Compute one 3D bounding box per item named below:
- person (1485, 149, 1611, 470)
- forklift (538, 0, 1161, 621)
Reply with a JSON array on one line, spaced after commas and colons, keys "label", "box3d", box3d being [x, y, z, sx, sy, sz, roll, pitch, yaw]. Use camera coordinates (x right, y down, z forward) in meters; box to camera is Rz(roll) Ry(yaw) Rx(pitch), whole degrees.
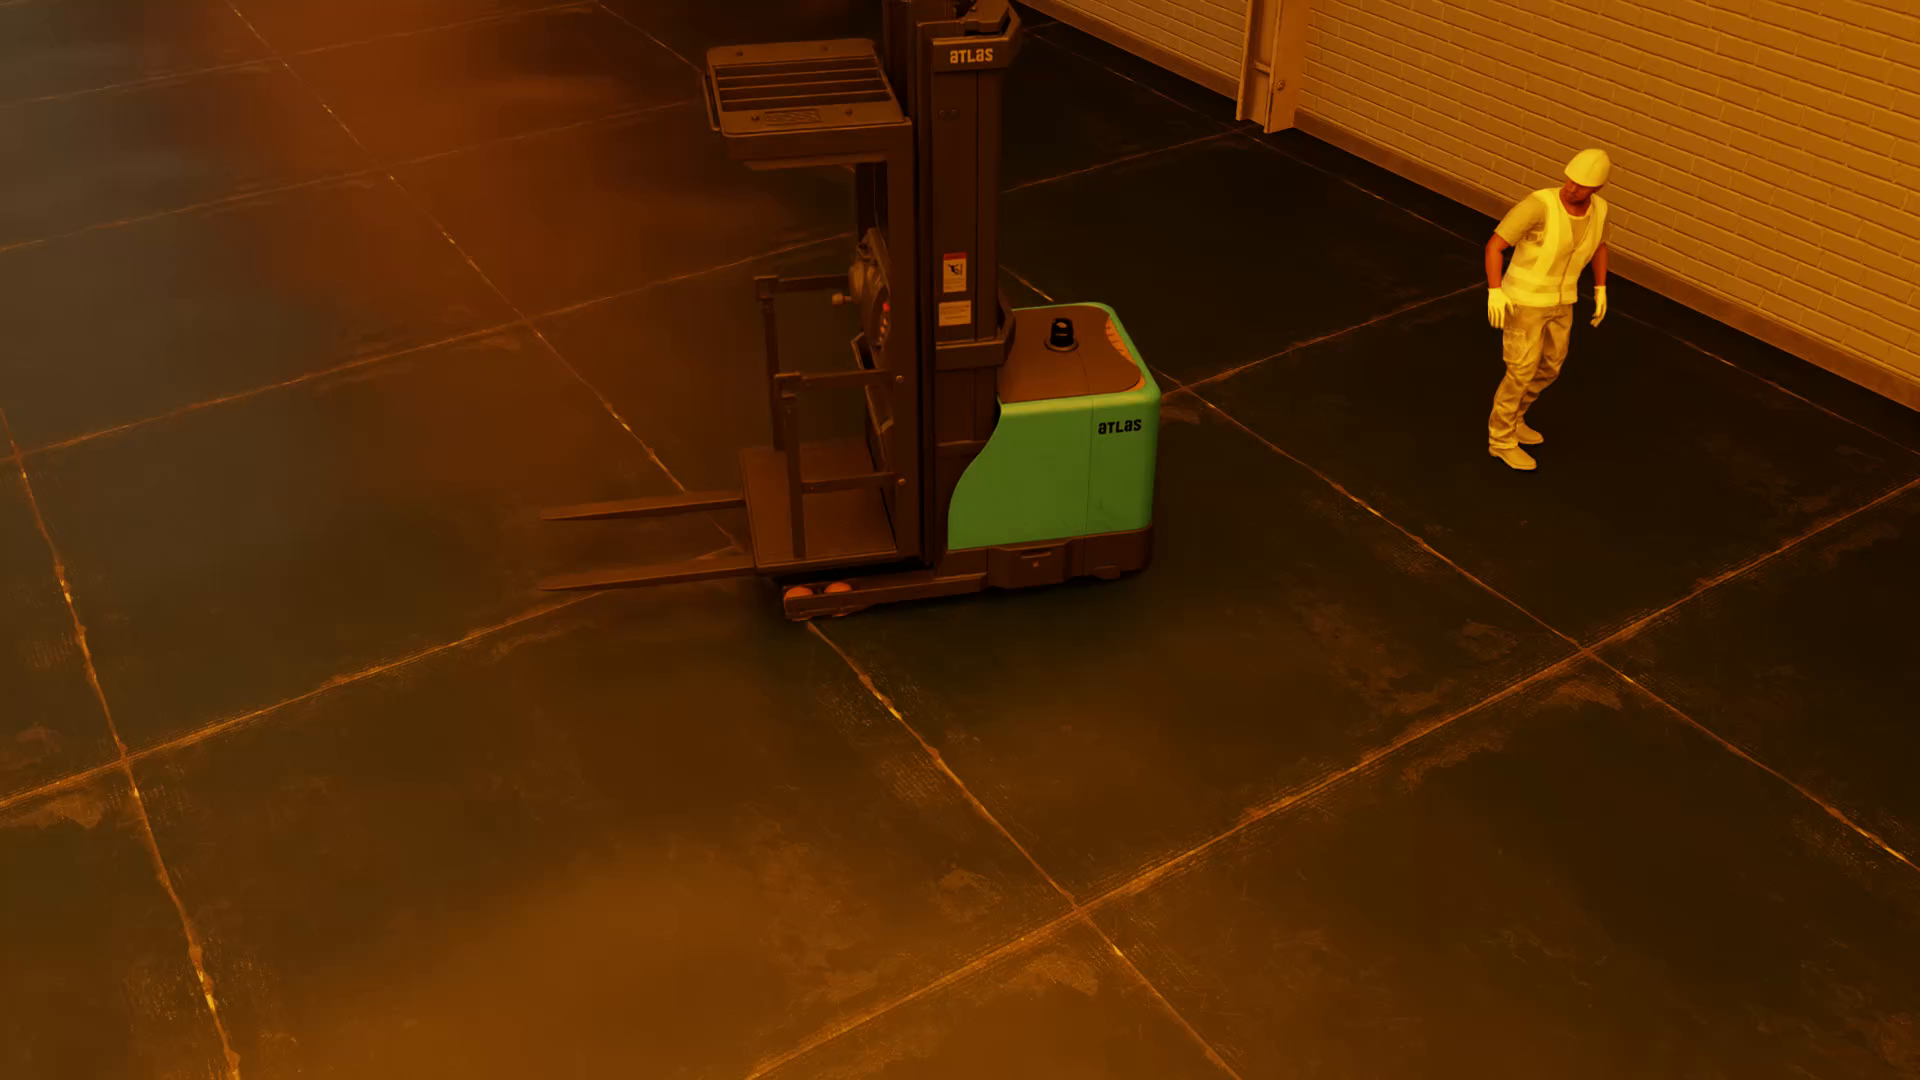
[{"label": "person", "box3d": [3.190, -1.256, 8.956, 0.785, 1.760, 0.521, -16, 38, -22]}, {"label": "forklift", "box3d": [-0.599, -1.134, 7.761, 3.031, 2.935, 1.130, -6, 36, -9]}]
